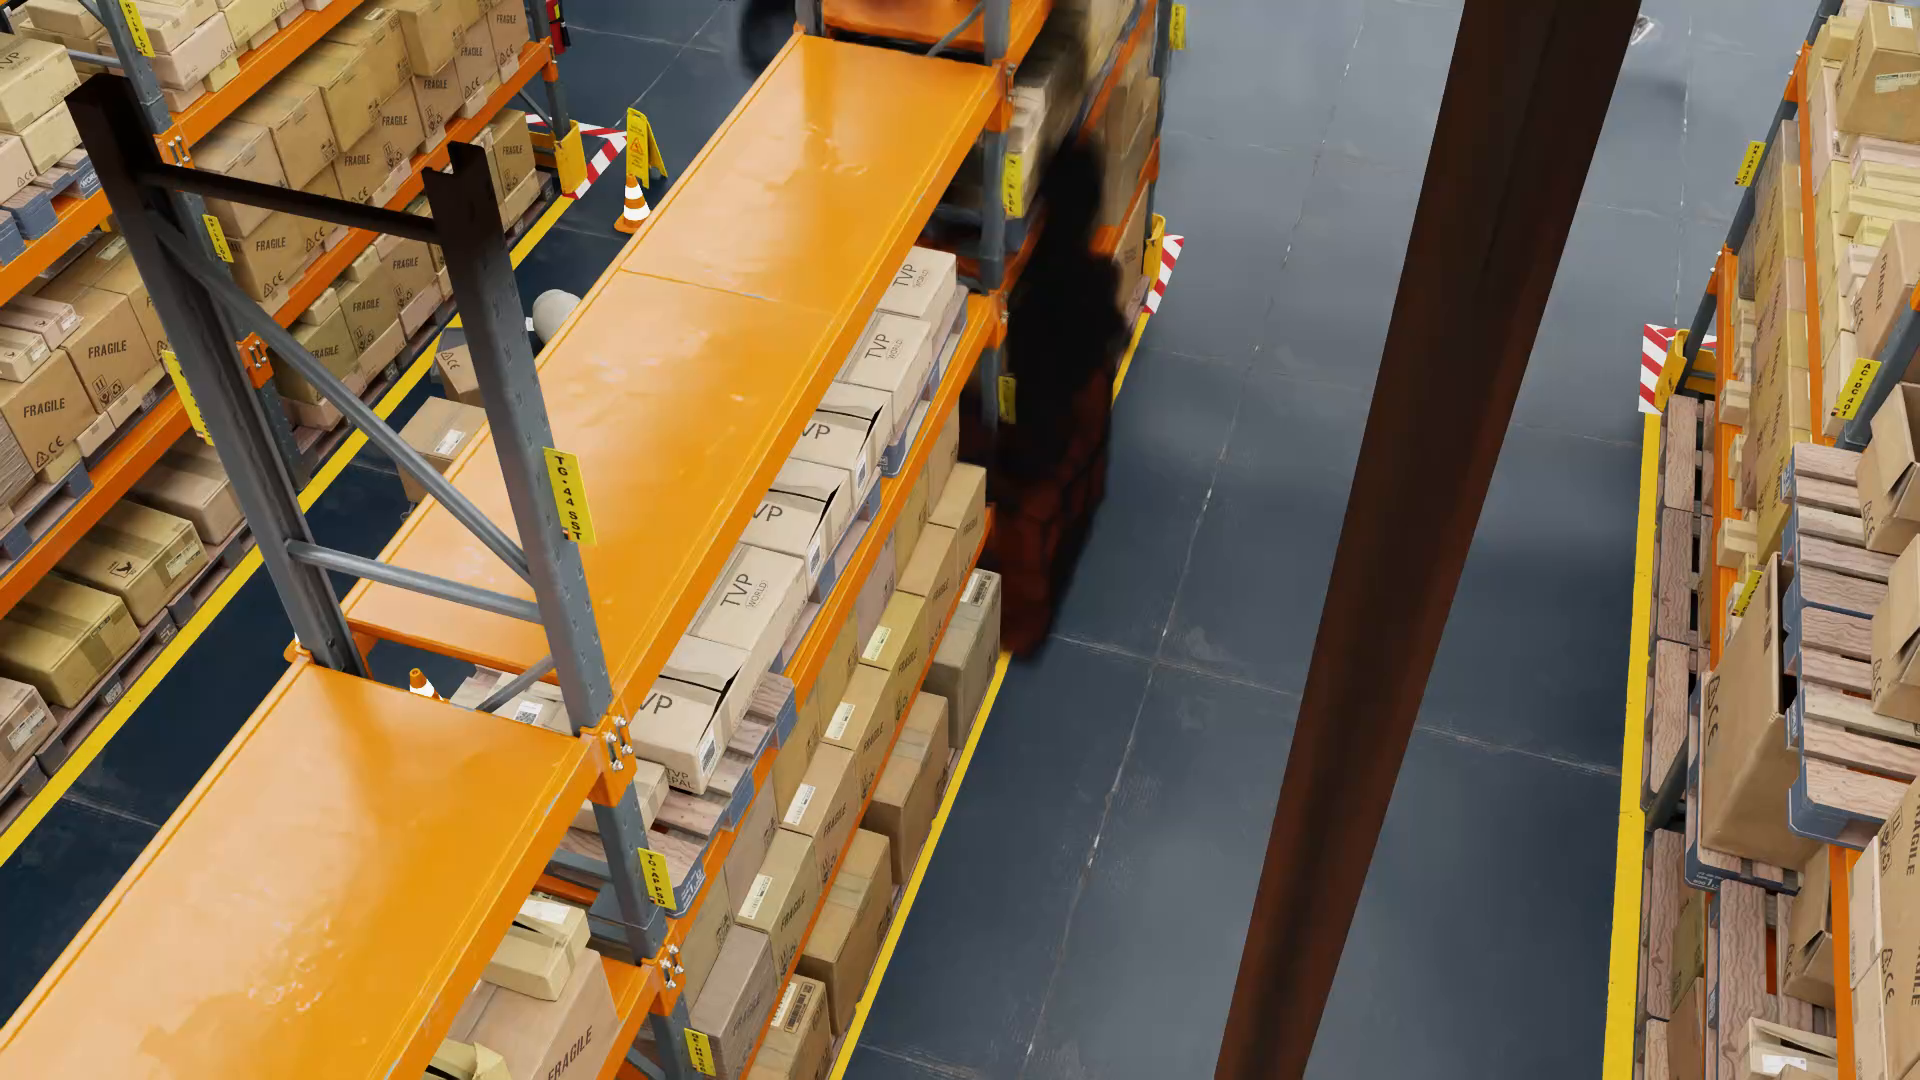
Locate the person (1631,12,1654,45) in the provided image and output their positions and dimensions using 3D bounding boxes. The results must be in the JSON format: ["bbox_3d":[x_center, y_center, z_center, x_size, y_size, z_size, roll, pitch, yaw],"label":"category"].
[{"bbox_3d":[6.076,-5.072,15.023,0.578,1.557,0.522,32,54,28],"label":"person"}]
